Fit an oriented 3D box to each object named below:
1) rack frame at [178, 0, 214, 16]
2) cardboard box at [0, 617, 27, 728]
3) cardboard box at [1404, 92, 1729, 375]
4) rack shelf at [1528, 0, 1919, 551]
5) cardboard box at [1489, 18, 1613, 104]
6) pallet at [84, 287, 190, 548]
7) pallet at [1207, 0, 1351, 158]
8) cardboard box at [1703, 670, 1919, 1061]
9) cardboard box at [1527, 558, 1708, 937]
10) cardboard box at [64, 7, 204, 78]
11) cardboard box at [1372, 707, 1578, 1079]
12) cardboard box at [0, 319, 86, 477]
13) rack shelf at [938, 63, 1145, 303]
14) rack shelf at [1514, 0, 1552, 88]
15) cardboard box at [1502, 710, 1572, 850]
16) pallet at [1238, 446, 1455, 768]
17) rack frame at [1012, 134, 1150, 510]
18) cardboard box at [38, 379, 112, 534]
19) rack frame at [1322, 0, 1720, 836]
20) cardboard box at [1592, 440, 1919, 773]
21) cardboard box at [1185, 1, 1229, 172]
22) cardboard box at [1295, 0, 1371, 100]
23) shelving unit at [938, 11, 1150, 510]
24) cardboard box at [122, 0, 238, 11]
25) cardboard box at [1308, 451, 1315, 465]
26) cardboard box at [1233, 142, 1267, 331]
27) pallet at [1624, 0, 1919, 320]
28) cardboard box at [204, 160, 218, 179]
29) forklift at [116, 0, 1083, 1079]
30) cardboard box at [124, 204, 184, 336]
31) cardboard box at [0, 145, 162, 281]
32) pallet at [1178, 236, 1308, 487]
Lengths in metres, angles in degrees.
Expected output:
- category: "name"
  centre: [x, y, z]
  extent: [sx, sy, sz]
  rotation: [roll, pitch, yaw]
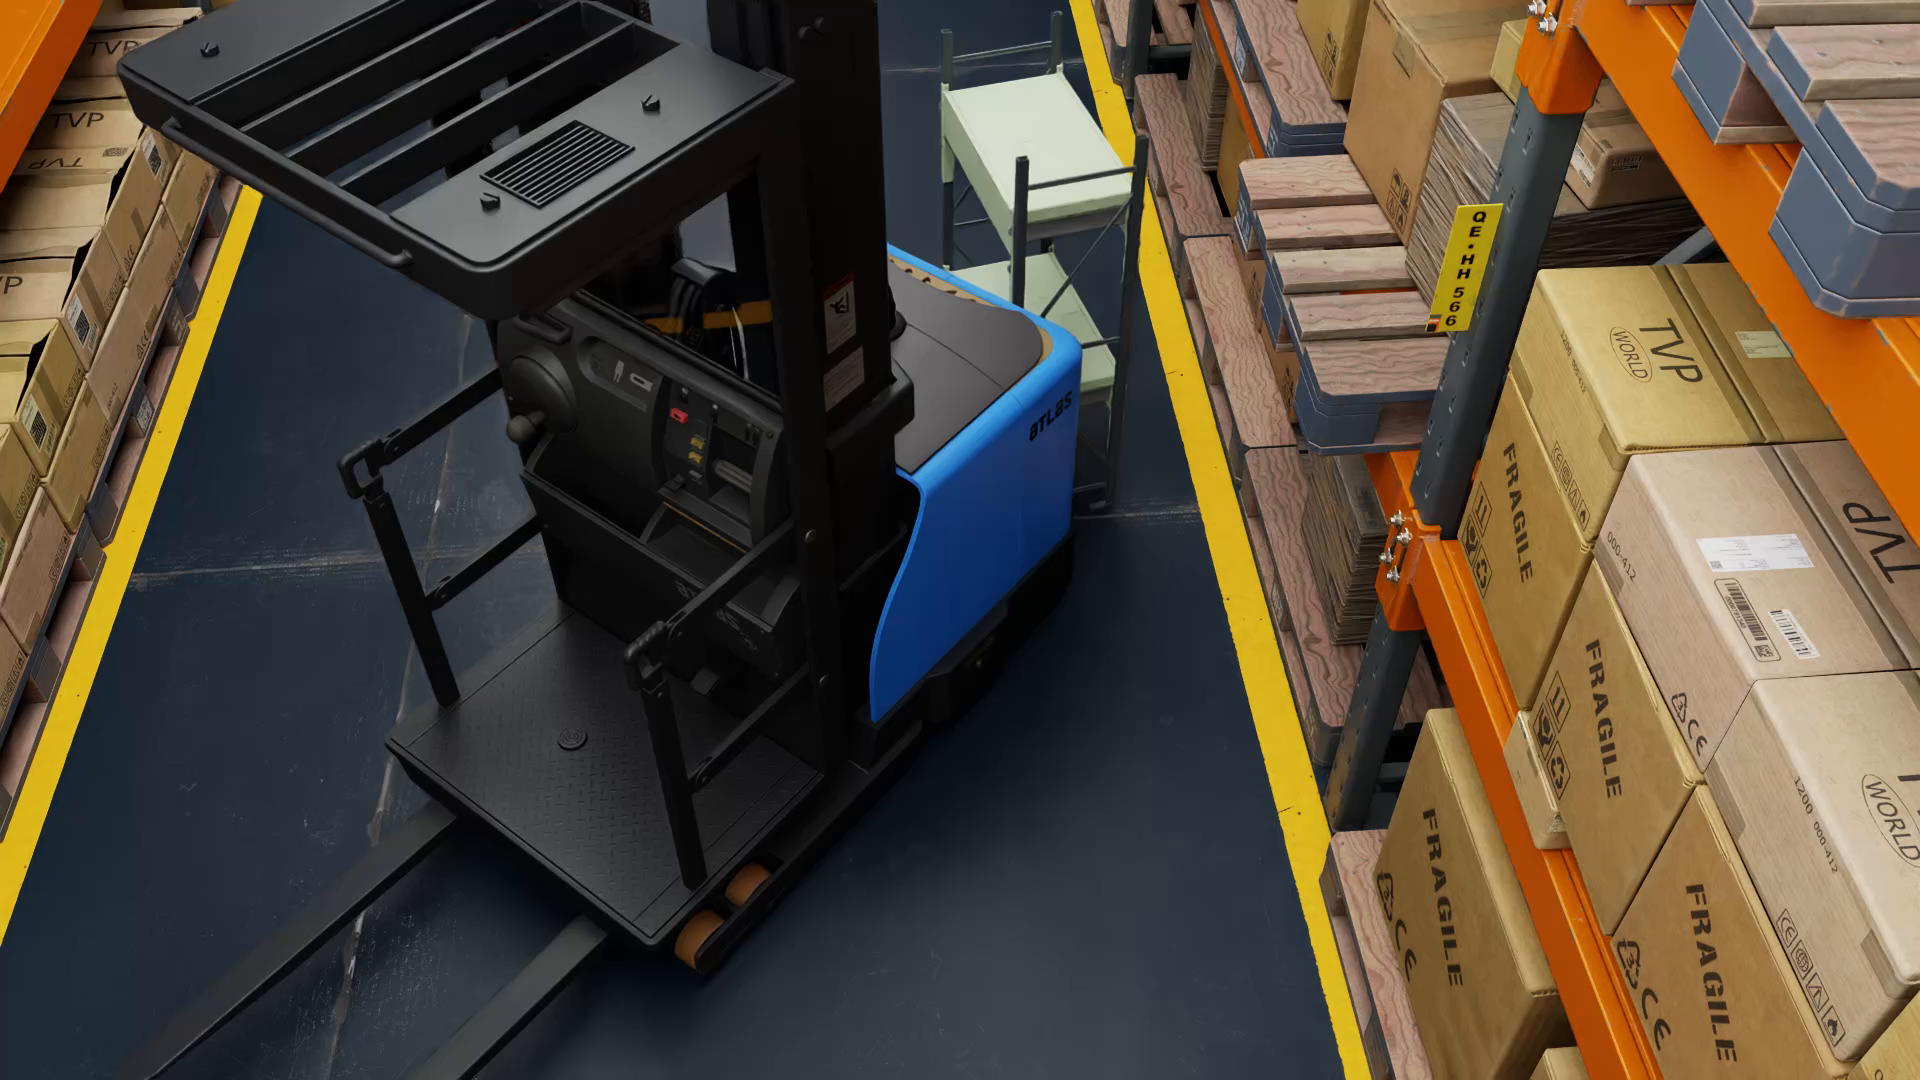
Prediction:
- category: "rack frame"
  centre: [-3.676, -2.823, 6.358]
  extent: [1.000, 3.000, 0.127]
  rotation: [-3, 47, -3]
- category: "cardboard box"
  centre: [-3.092, 0.475, 4.839]
  extent: [0.500, 0.250, 0.500]
  rotation: [-4, 47, -3]
- category: "cardboard box"
  centre: [1.545, -0.758, 4.030]
  extent: [0.700, 0.500, 0.500]
  rotation: [-8, 47, -8]
- category: "rack shelf"
  centre: [1.762, 0.430, 1.706]
  extent: [1.077, 0.370, 4.000]
  rotation: [-3, 47, -3]
- category: "cardboard box"
  centre: [1.494, -1.121, 3.927]
  extent: [0.380, 0.149, 0.250]
  rotation: [-11, 47, -10]
- category: "pallet"
  centre: [-3.470, -0.449, 6.030]
  extent: [1.003, 0.211, 1.213]
  rotation: [-3, 47, -3]
- category: "pallet"
  centre: [1.388, -1.597, 5.328]
  extent: [1.003, 0.211, 1.213]
  rotation: [-3, 47, -3]
- category: "cardboard box"
  centre: [1.467, 0.460, 2.444]
  extent: [0.500, 0.250, 0.500]
  rotation: [-3, 47, -3]
- category: "cardboard box"
  centre: [1.415, 0.370, 3.046]
  extent: [0.500, 0.500, 0.500]
  rotation: [-2, 47, -2]
- category: "cardboard box"
  centre: [-3.357, -1.939, 6.739]
  extent: [0.500, 0.311, 0.500]
  rotation: [-3, 47, -3]
- category: "cardboard box"
  centre: [1.526, 0.902, 4.021]
  extent: [0.750, 0.750, 0.750]
  rotation: [-4, 47, -4]
- category: "cardboard box"
  centre: [-3.185, -0.466, 5.344]
  extent: [0.500, 0.311, 0.500]
  rotation: [-5, 47, -4]
- category: "rack shelf"
  centre: [0.242, -1.127, 5.247]
  extent: [0.431, 0.370, 0.720]
  rotation: [-13, 48, -12]
- category: "rack shelf"
  centre: [1.427, -2.464, 4.447]
  extent: [1.077, 0.370, 4.000]
  rotation: [-3, 47, -3]
- category: "cardboard box"
  centre: [1.342, 0.479, 3.390]
  extent: [0.380, 0.149, 0.250]
  rotation: [-2, 47, -2]
- category: "pallet"
  centre: [1.531, 0.160, 5.453]
  extent: [1.003, 0.211, 1.213]
  rotation: [-3, 47, -3]
- category: "rack frame"
  centre: [0.351, -0.605, 5.290]
  extent: [0.400, 1.500, 0.023]
  rotation: [-13, 48, -12]
- category: "cardboard box"
  centre: [-3.185, -0.264, 5.539]
  extent: [0.500, 0.250, 0.500]
  rotation: [-5, 47, -4]
- category: "rack frame"
  centre: [1.595, -0.233, 3.905]
  extent: [1.000, 3.000, 0.127]
  rotation: [-3, 47, -3]
- category: "cardboard box"
  centre: [1.422, 0.099, 2.787]
  extent: [0.500, 0.250, 0.500]
  rotation: [-4, 47, -4]
- category: "cardboard box"
  centre: [1.338, -1.887, 6.890]
  extent: [0.700, 0.500, 0.500]
  rotation: [-2, 47, -2]
- category: "cardboard box"
  centre: [1.419, -1.658, 4.883]
  extent: [0.700, 0.500, 0.500]
  rotation: [-3, 47, -3]
- category: "shelving unit"
  centre: [0.242, -0.859, 5.530]
  extent: [0.431, 1.500, 0.755]
  rotation: [-13, 48, -12]
- category: "cardboard box"
  centre: [-3.403, -2.635, 7.267]
  extent: [0.500, 0.500, 0.500]
  rotation: [-3, 47, -3]
- category: "cardboard box"
  centre: [1.555, -0.422, 5.503]
  extent: [0.700, 0.500, 0.500]
  rotation: [-4, 47, -3]
- category: "cardboard box"
  centre: [1.434, -1.145, 6.187]
  extent: [0.700, 0.500, 0.500]
  rotation: [-3, 47, -3]
- category: "pallet"
  centre: [1.702, -0.737, 2.446]
  extent: [1.213, 0.211, 1.003]
  rotation: [-2, 47, -1]
- category: "cardboard box"
  centre: [-3.353, -1.740, 6.936]
  extent: [0.500, 0.250, 0.500]
  rotation: [-4, 47, -4]
- category: "forklift"
  centre: [-0.927, -0.229, 3.949]
  extent: [1.130, 2.935, 3.031]
  rotation: [29, 53, 25]
- category: "cardboard box"
  centre: [-3.269, -1.004, 6.239]
  extent: [0.500, 0.250, 0.500]
  rotation: [-3, 47, -2]
- category: "cardboard box"
  centre: [-3.267, -1.202, 6.041]
  extent: [0.500, 0.311, 0.500]
  rotation: [-4, 47, -3]
- category: "pallet"
  centre: [1.432, -0.720, 6.287]
  extent: [1.003, 0.211, 1.213]
  rotation: [-3, 47, -3]
